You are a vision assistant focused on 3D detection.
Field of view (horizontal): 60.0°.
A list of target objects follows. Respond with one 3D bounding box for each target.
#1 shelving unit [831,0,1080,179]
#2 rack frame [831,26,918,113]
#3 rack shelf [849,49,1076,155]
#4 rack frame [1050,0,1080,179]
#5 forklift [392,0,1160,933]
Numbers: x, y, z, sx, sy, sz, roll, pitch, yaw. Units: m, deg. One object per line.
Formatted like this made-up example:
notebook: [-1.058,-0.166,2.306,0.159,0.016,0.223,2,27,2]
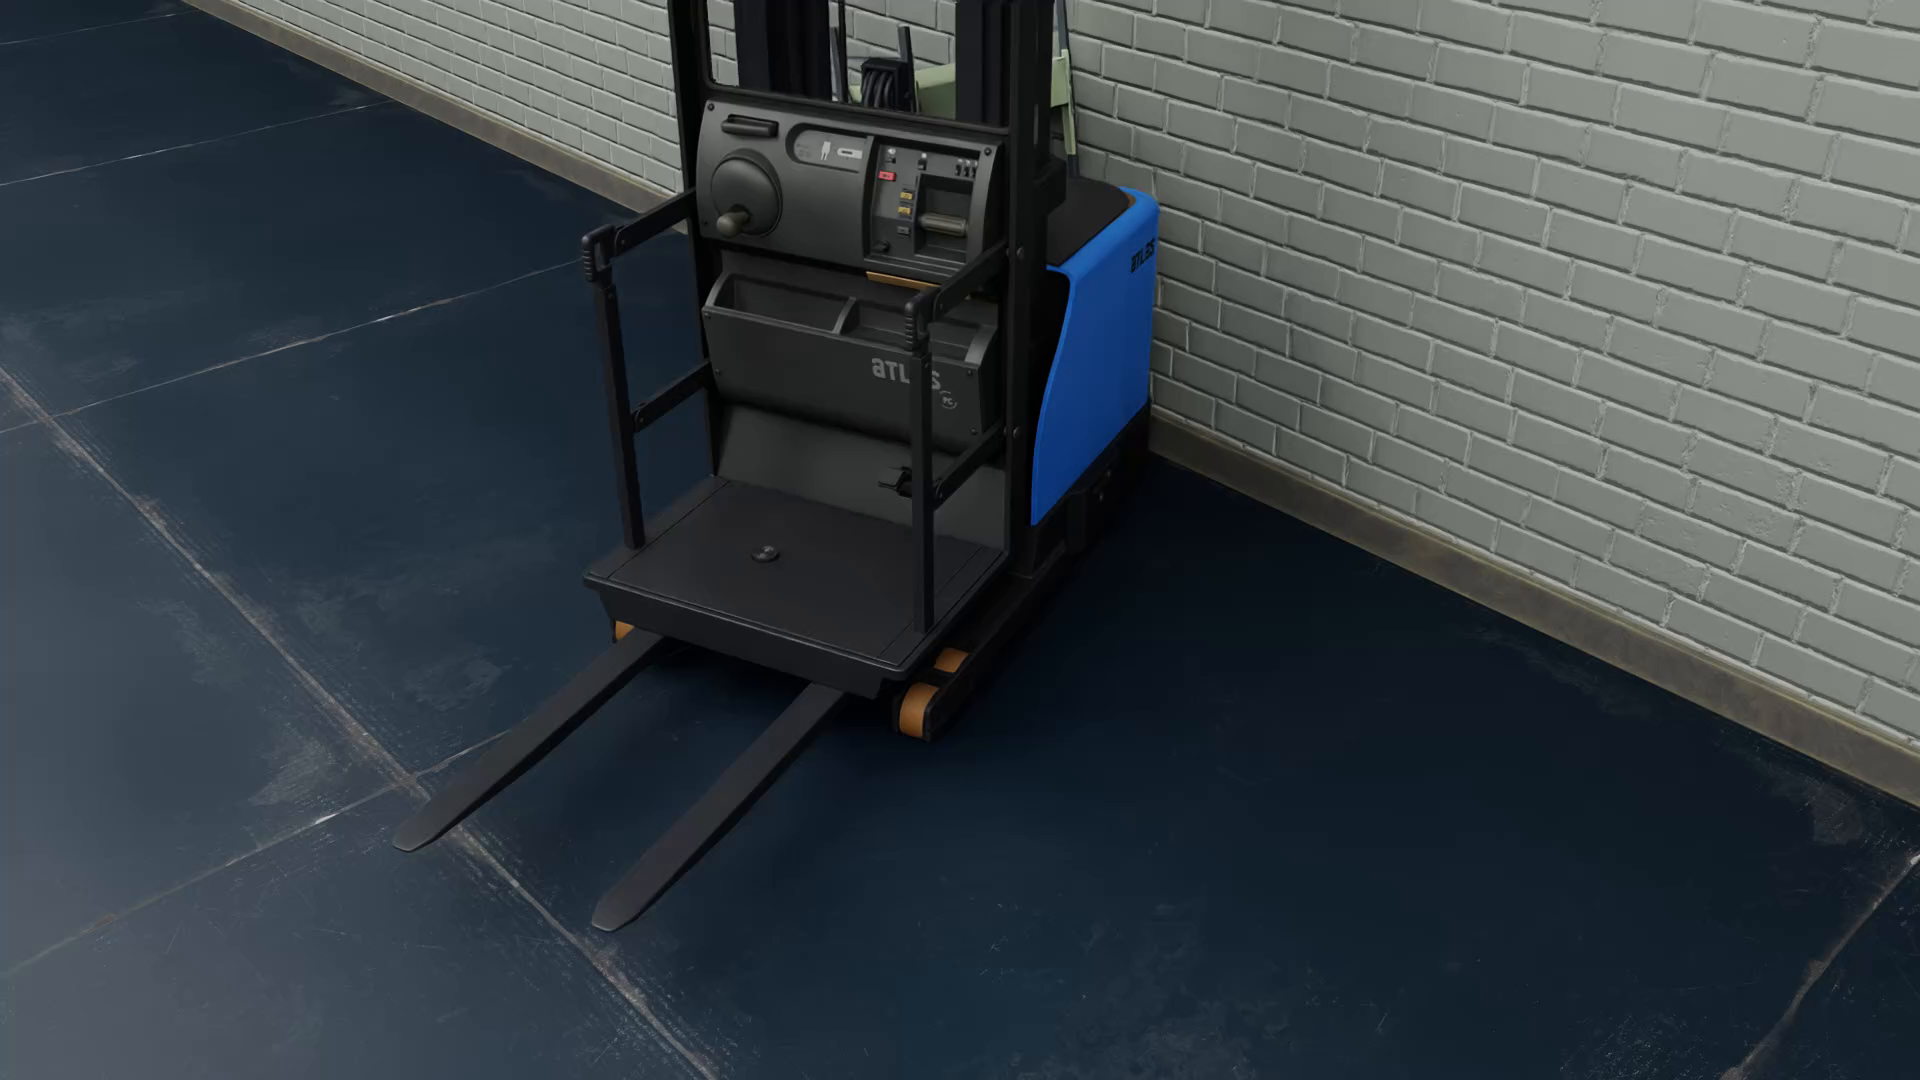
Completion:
shelving unit: [0.039,-1.142,6.052,0.755,1.500,0.431,-24,28,-36]
rack frame: [-0.230,-1.023,5.835,0.023,1.500,0.400,-24,28,-36]
rack shelf: [0.001,-1.501,5.904,0.720,0.370,0.431,-24,28,-36]
rack frame: [0.309,-1.261,6.270,0.023,1.500,0.400,-24,28,-36]
forklift: [-0.424,-0.937,4.473,1.130,2.935,3.031,15,34,23]
